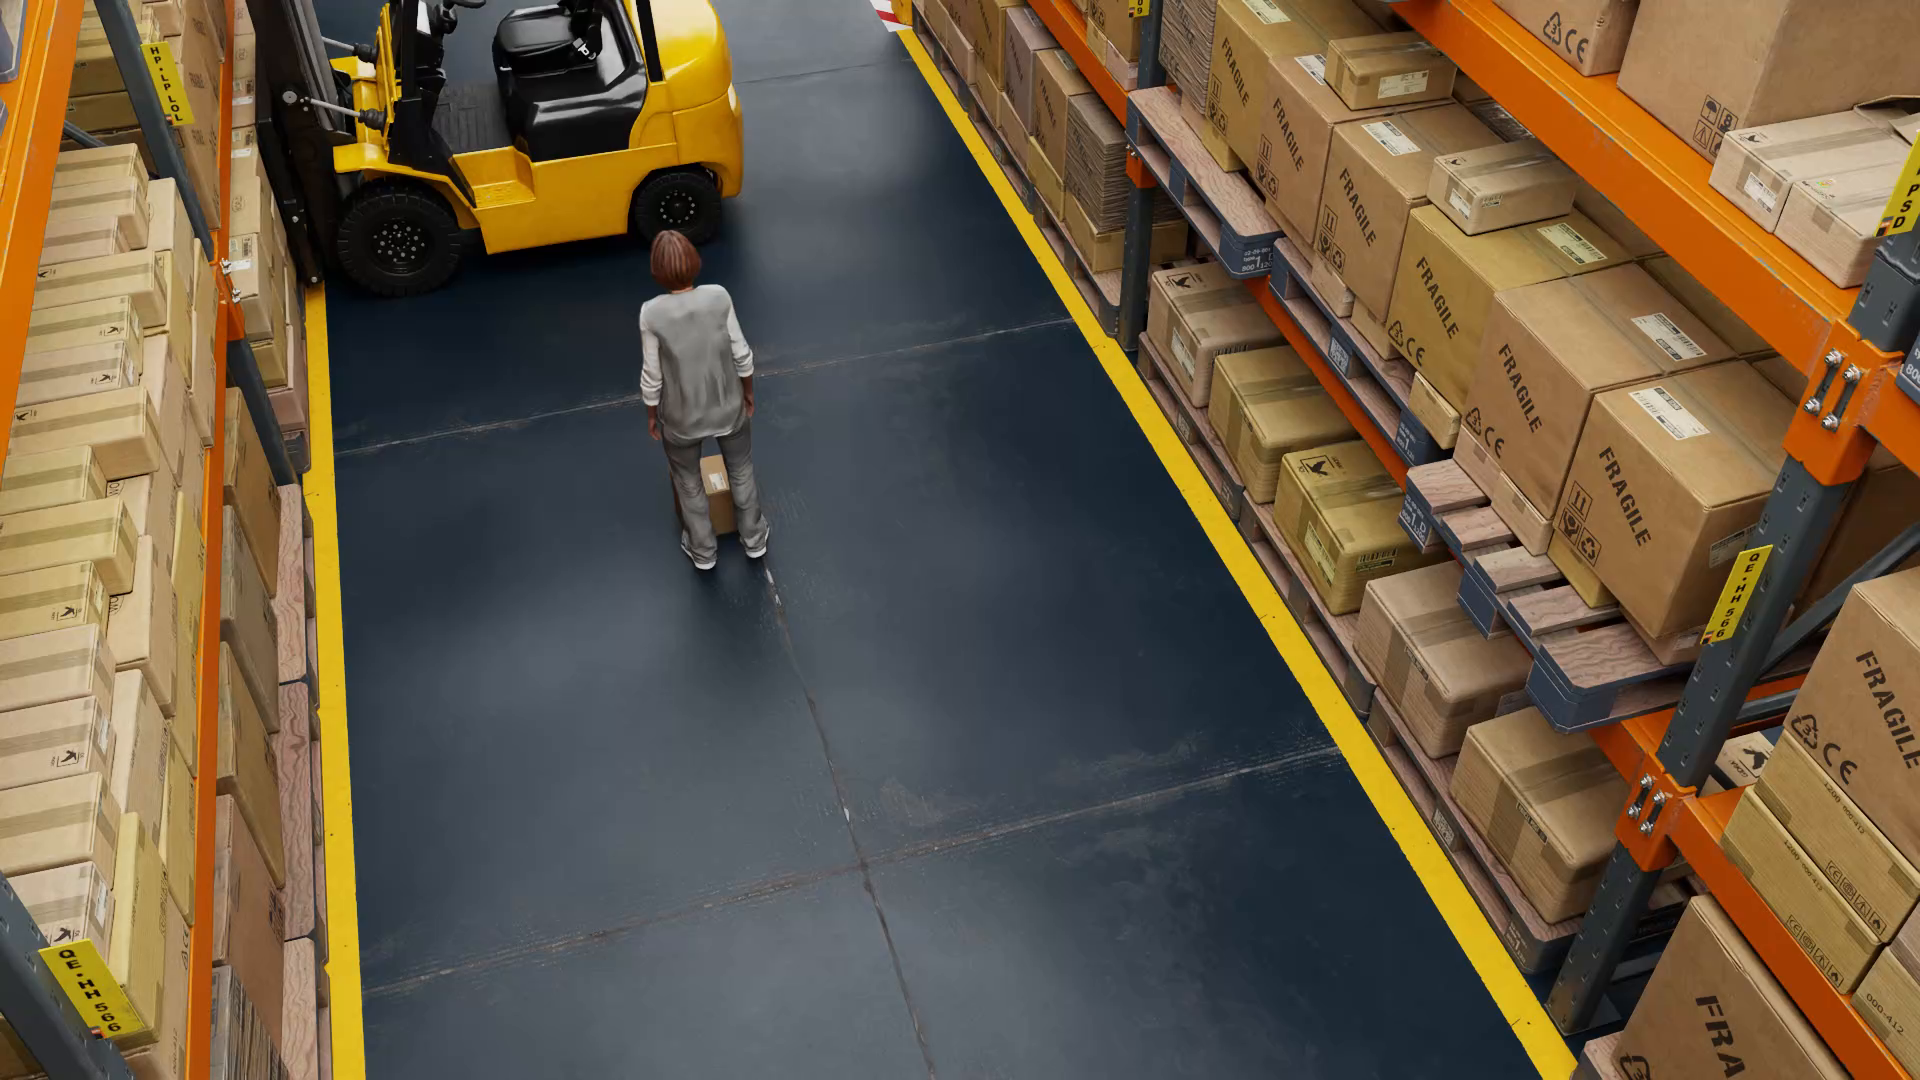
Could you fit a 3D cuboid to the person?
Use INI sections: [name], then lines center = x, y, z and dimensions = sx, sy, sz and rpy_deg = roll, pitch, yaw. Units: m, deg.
[person]
center = -1.043, -0.527, 6.739
dimensions = 0.472, 1.592, 0.347
rpy_deg = -14, 45, -15
